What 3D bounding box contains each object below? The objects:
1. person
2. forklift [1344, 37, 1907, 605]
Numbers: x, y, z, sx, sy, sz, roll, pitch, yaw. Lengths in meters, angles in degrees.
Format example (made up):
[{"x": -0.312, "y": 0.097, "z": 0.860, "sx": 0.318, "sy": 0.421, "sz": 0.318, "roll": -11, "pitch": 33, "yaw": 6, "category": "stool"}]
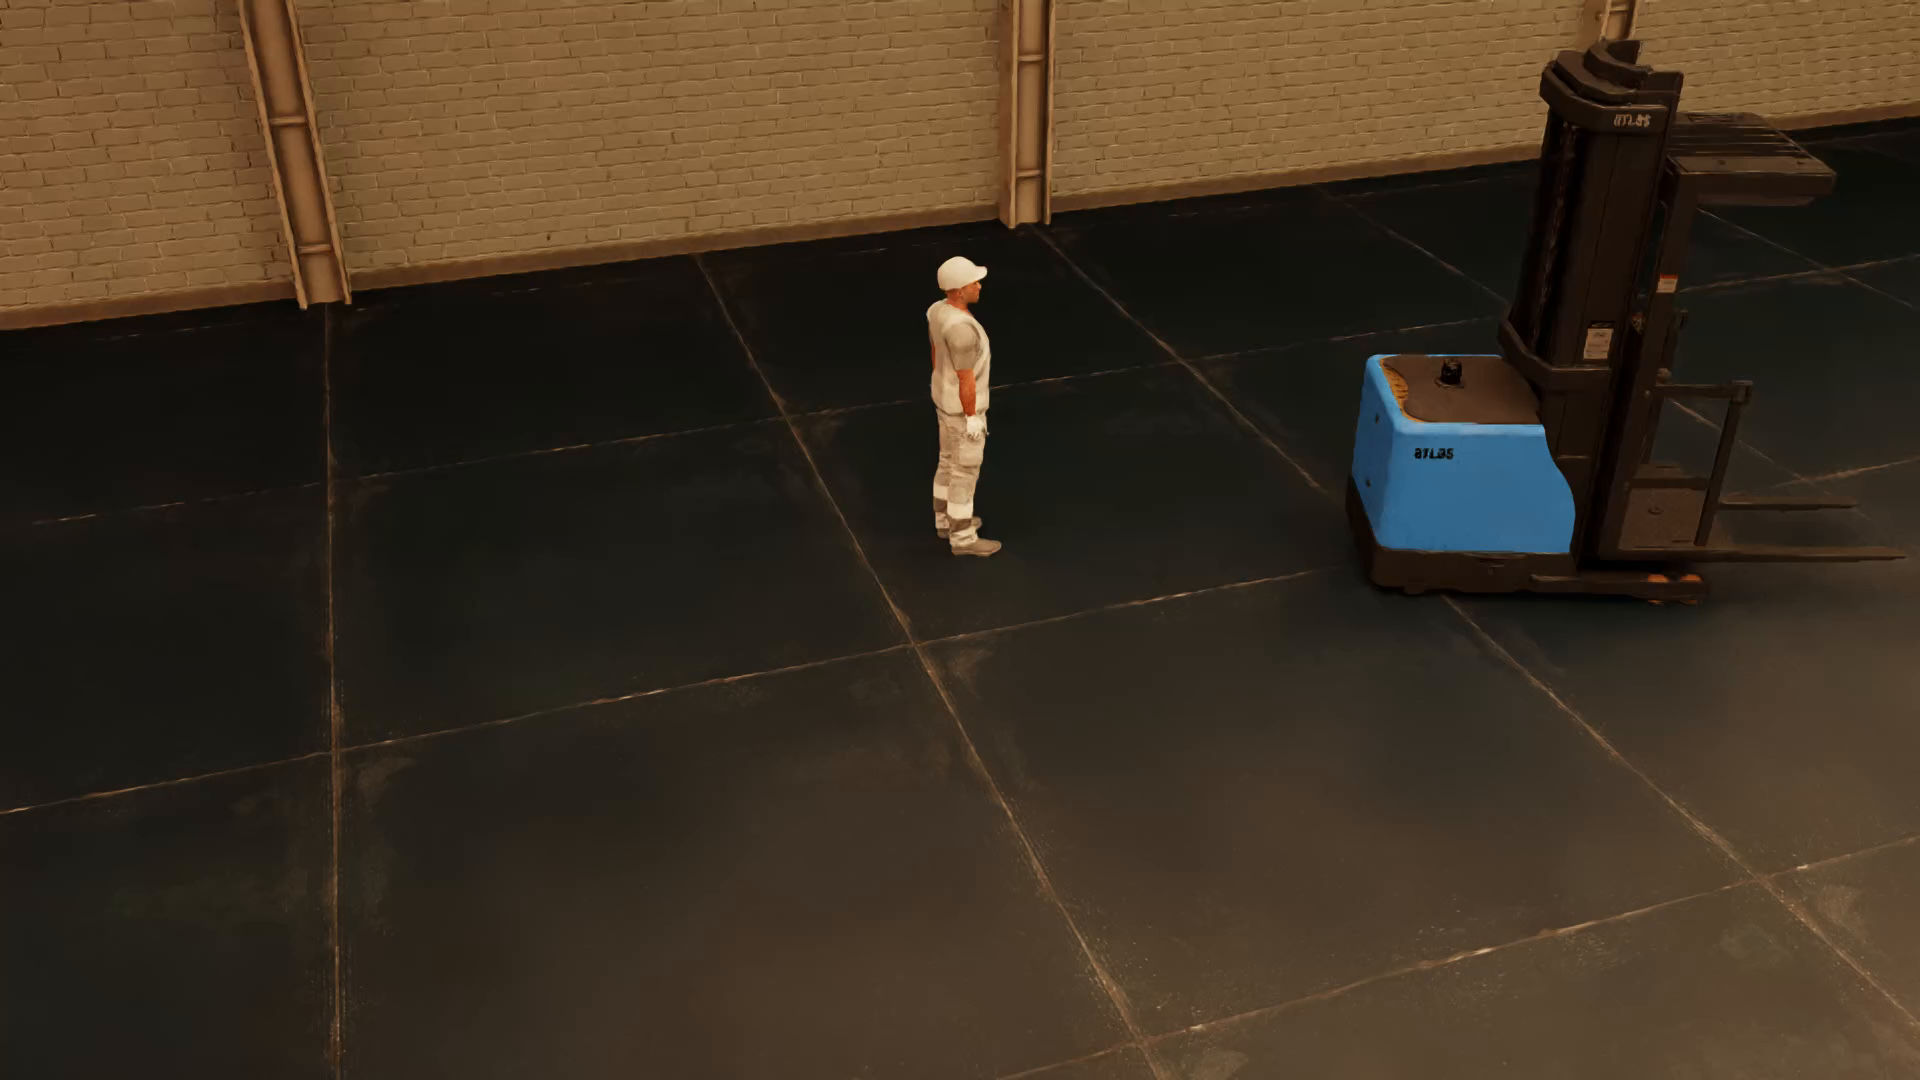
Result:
[{"x": 0.019, "y": -0.780, "z": 9.586, "sx": 0.349, "sy": 1.795, "sz": 0.540, "roll": -10, "pitch": 31, "yaw": -16, "category": "person"}, {"x": 3.868, "y": -1.178, "z": 9.134, "sx": 3.031, "sy": 2.935, "sz": 1.130, "roll": 1, "pitch": 30, "yaw": 2, "category": "forklift"}]
